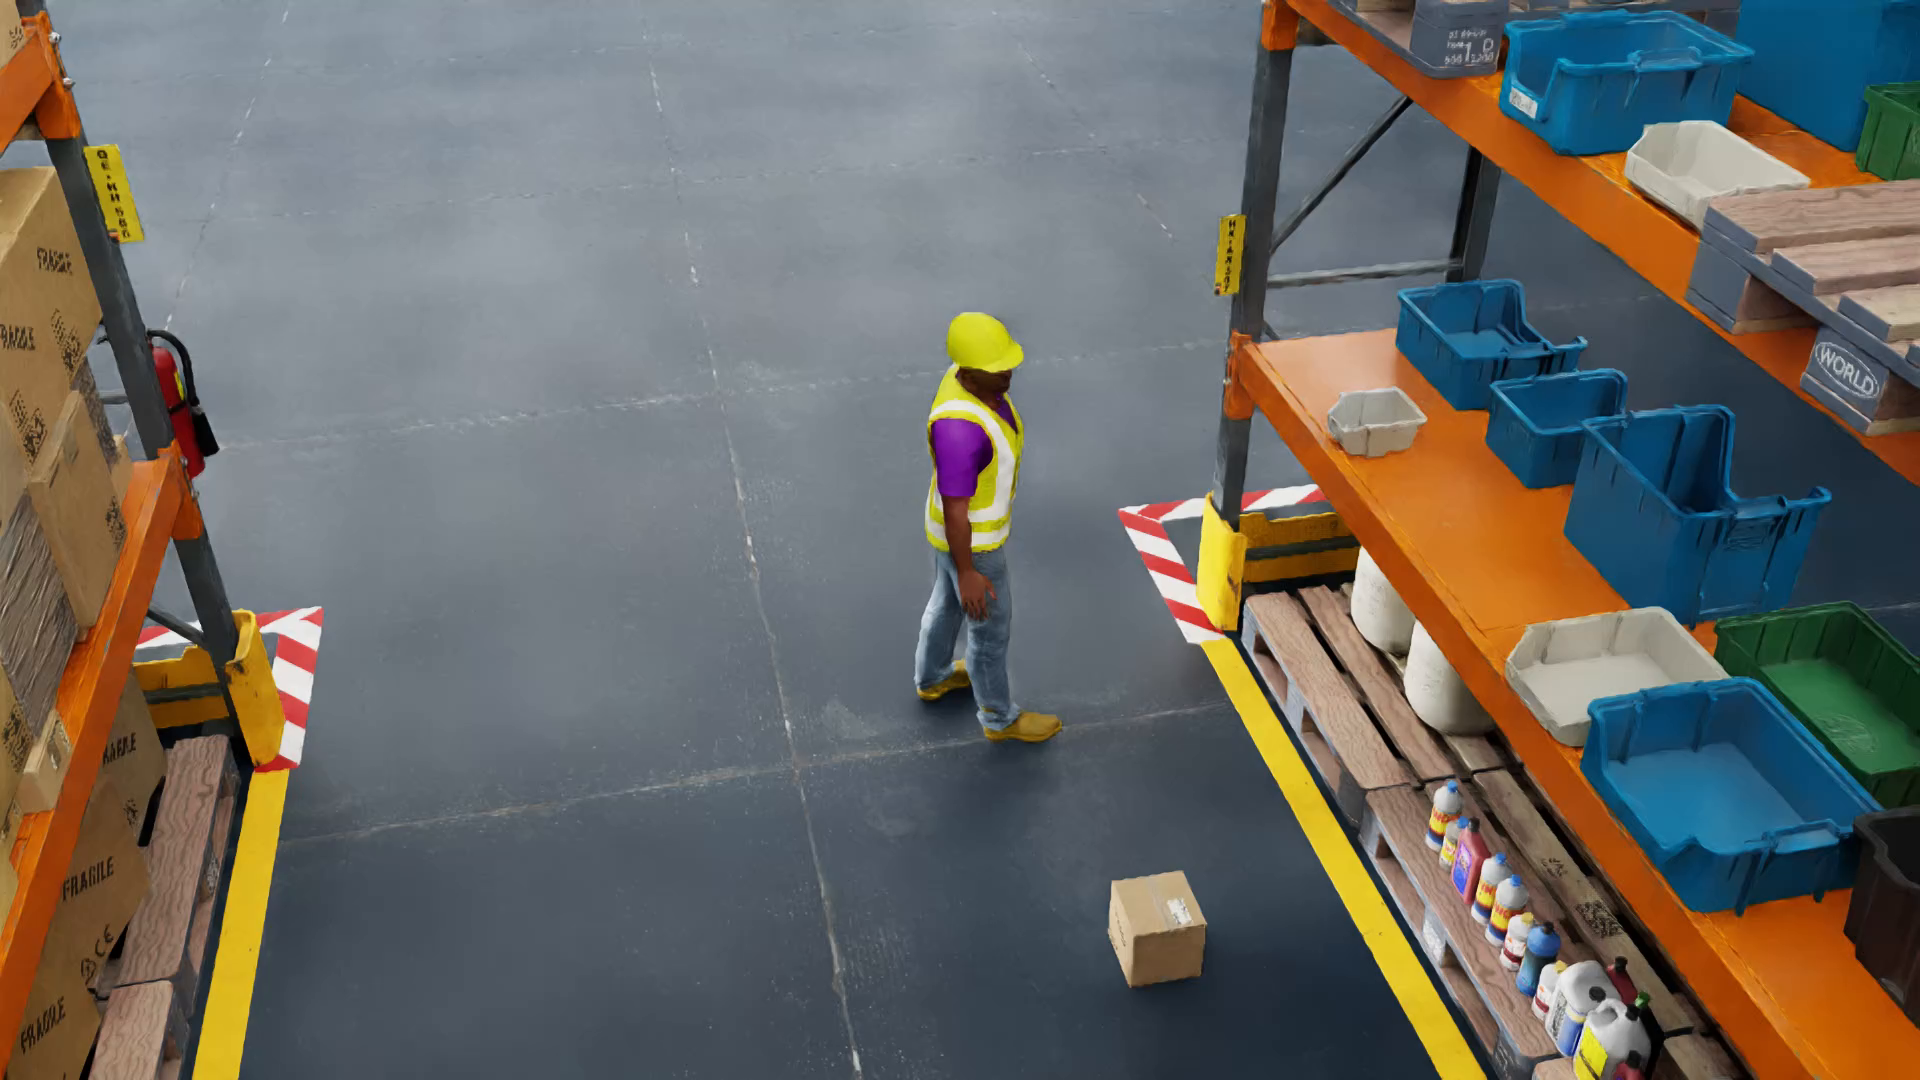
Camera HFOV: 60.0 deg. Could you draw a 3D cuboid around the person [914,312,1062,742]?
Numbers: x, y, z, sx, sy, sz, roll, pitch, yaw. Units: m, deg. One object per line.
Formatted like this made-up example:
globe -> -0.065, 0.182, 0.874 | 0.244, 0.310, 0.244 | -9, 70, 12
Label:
person -> 0.108, -0.025, 6.118 | 0.589, 1.764, 0.693 | 1, 34, 1
